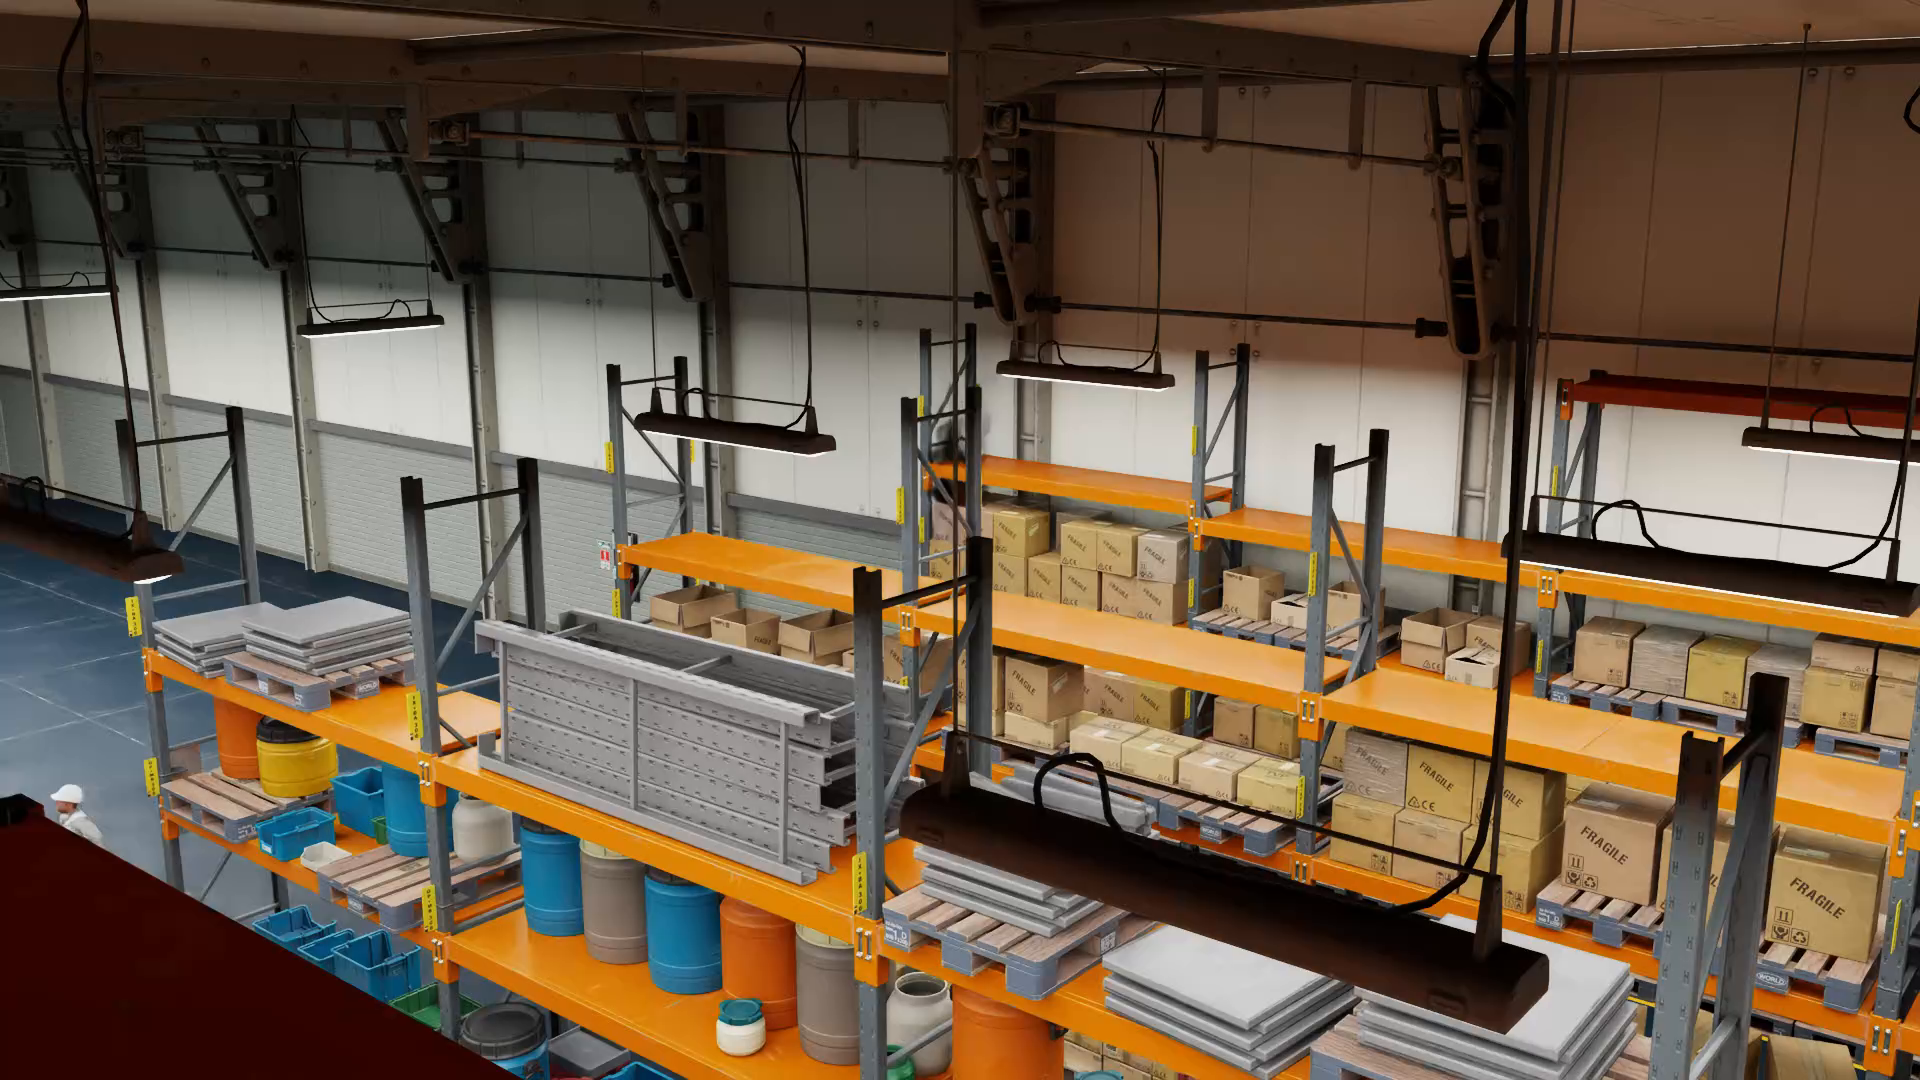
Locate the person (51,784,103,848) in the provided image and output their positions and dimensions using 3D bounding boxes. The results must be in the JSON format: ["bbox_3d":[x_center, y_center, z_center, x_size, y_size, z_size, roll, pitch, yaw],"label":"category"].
[{"bbox_3d":[-9.114,3.405,17.178,0.752,1.838,0.676,-7,14,-27],"label":"person"}]
